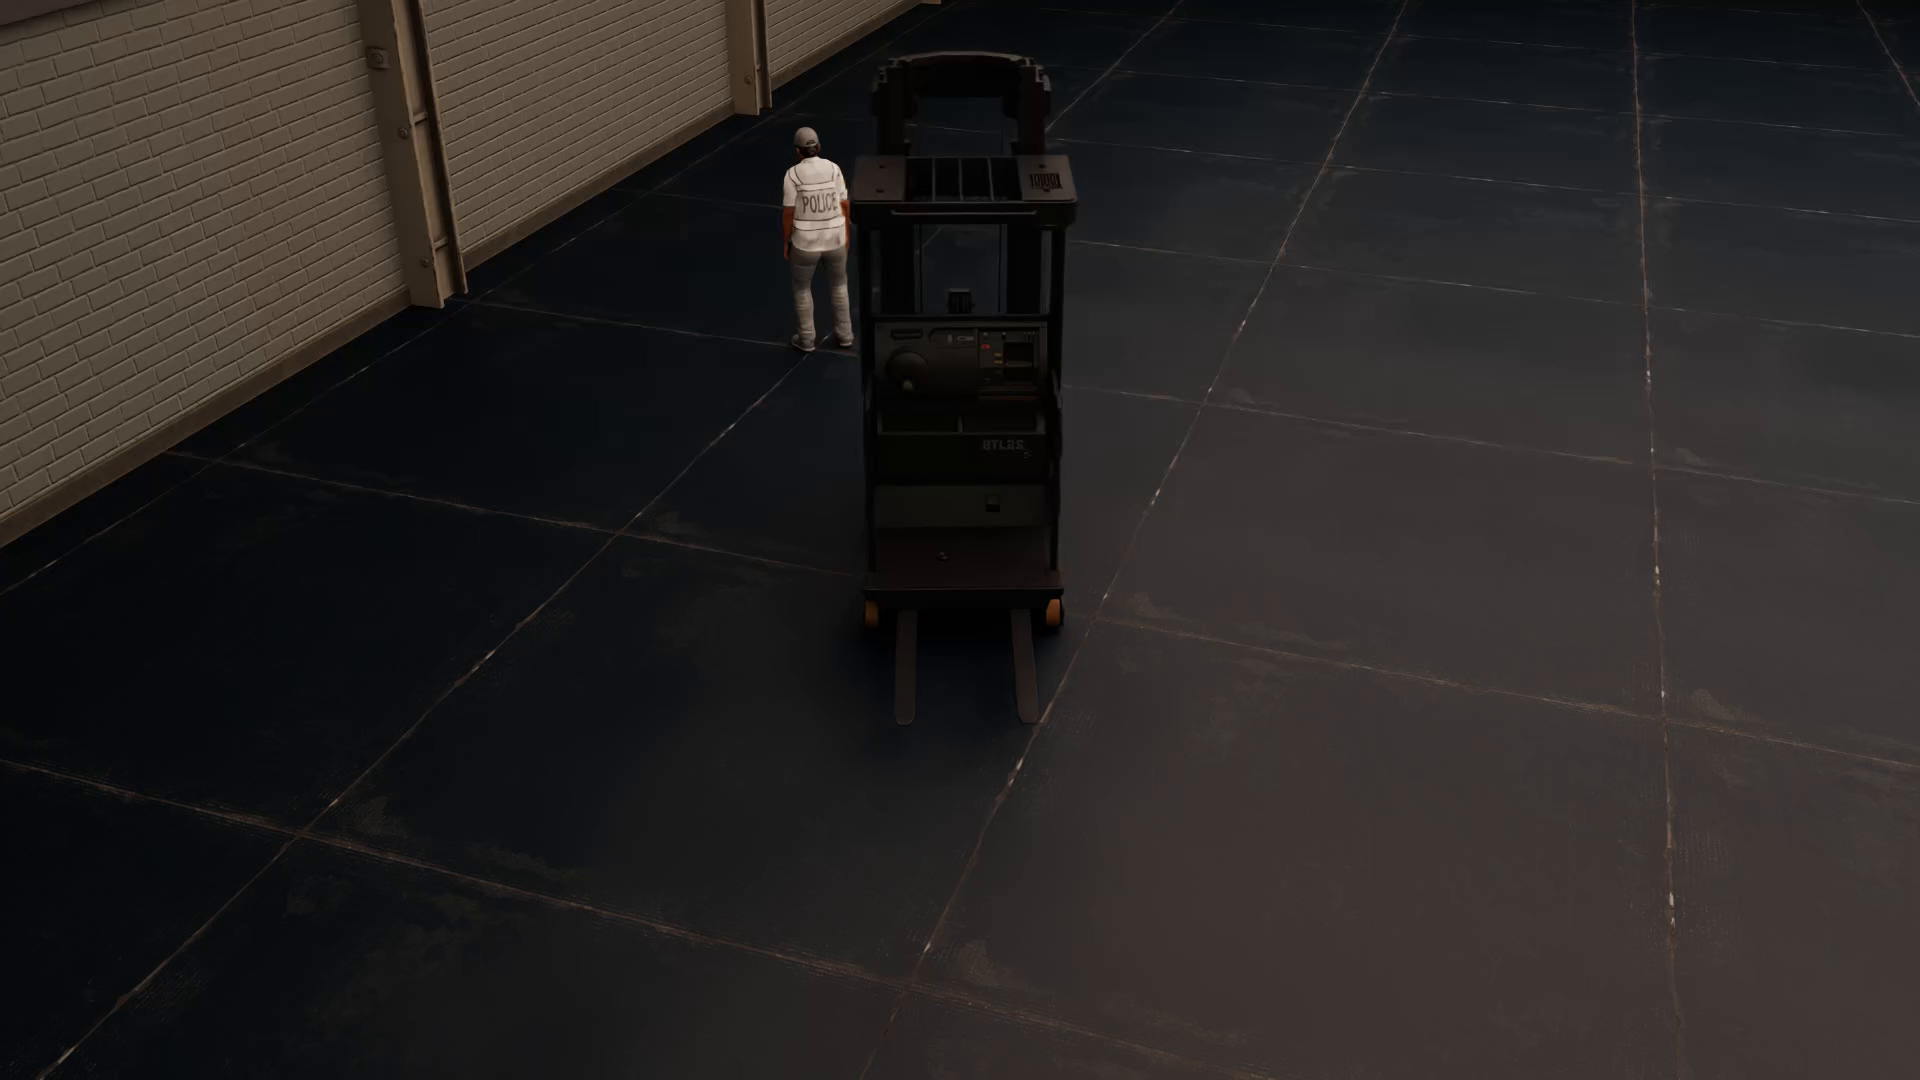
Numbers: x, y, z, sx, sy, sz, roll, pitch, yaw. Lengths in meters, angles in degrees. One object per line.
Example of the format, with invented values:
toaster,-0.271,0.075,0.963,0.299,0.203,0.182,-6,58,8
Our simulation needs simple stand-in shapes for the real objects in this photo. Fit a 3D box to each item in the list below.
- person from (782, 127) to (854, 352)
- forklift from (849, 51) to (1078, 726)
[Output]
person,-1.056,-2.214,12.302,0.544,1.665,0.469,-10,31,-17
forklift,0.011,-0.935,8.776,1.130,2.935,3.031,0,30,-1
